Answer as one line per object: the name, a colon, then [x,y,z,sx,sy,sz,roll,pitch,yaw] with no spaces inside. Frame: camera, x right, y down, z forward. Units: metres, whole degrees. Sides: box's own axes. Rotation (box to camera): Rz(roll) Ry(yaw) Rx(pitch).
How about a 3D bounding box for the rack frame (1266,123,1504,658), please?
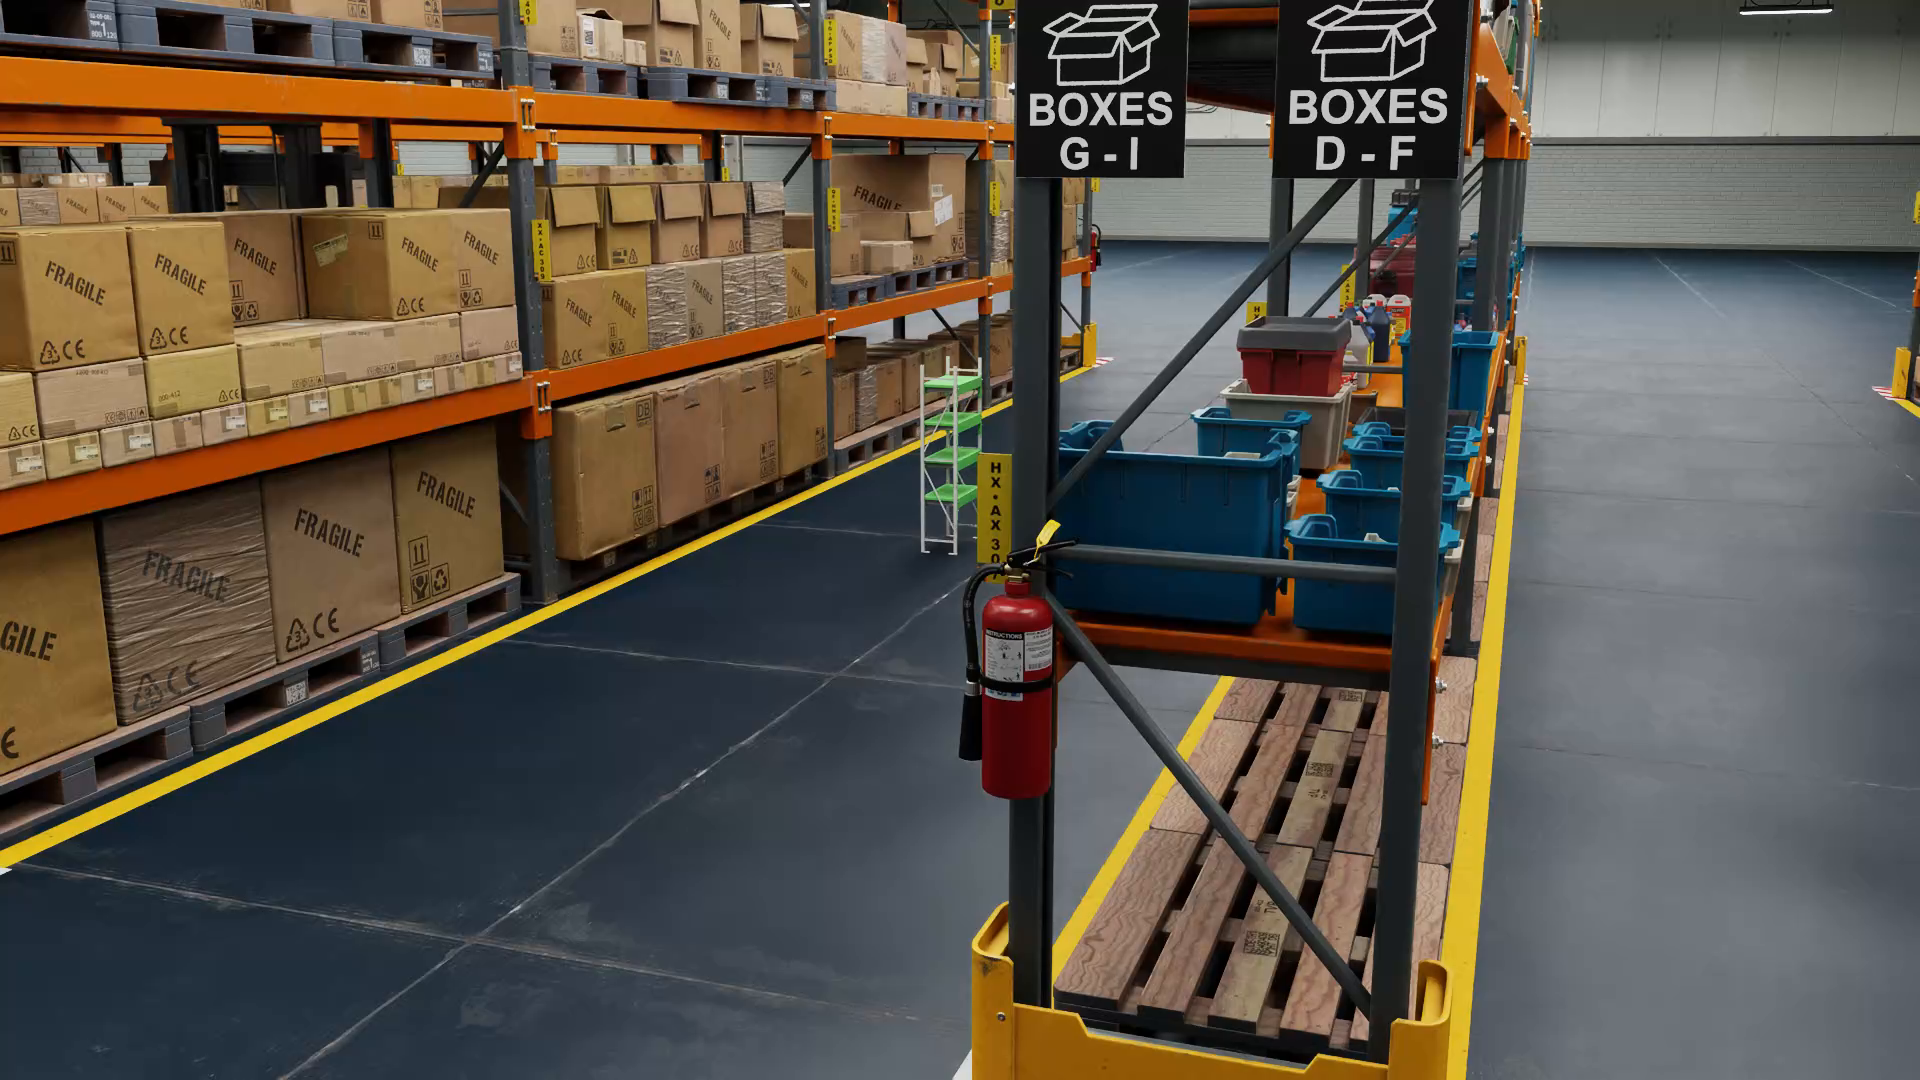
rack frame: [1.911,-0.778,7.657,1.000,3.000,0.127,4,14,18]

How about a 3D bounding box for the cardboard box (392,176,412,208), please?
cardboard box: [-5.661,-3.200,15.797,0.700,0.500,0.500,4,13,18]

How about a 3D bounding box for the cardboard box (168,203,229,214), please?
cardboard box: [-9.158,-3.799,19.999,0.500,0.500,0.500,4,14,18]

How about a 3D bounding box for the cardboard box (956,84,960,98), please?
cardboard box: [-0.183,-4.542,16.847,0.380,0.149,0.250,5,14,19]

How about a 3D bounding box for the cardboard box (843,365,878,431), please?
cardboard box: [-1.116,-1.233,14.279,0.700,0.500,0.500,3,13,14]

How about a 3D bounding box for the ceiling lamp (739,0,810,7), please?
ceiling lamp: [-4.043,-13.663,37.510,2.000,3.185,0.800,4,14,18]

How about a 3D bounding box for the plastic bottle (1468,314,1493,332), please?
plastic bottle: [3.017,-1.209,9.657,0.144,0.351,0.185,4,14,18]

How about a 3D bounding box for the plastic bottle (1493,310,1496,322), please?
plastic bottle: [3.286,-1.329,10.360,0.097,0.271,0.097,0,13,0]

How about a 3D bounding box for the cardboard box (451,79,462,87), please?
cardboard box: [-5.207,-4.485,16.189,0.500,0.311,0.500,4,13,16]

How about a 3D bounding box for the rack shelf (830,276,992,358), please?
rack shelf: [-0.834,-2.047,14.834,1.077,0.370,4.000,4,14,18]

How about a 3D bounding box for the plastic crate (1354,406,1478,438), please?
plastic crate: [1.803,-0.418,6.564,0.437,0.125,0.590,4,14,18]

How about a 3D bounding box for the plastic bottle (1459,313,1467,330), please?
plastic bottle: [2.912,-1.179,9.673,0.061,0.283,0.133,4,14,18]

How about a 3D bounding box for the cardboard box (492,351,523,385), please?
cardboard box: [-2.564,-0.925,8.863,0.380,0.149,0.250,4,14,19]

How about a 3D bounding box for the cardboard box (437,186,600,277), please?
cardboard box: [-2.577,-1.808,9.688,0.797,0.503,0.637,4,13,17]

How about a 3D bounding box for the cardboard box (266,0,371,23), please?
cardboard box: [-3.150,-2.618,7.581,0.700,0.500,0.500,5,14,21]

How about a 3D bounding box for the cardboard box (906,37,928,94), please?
cardboard box: [-0.737,-4.247,14.935,0.797,0.503,0.637,5,14,21]

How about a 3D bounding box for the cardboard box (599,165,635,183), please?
cardboard box: [-4.323,-4.100,19.449,0.875,0.550,0.550,4,14,18]

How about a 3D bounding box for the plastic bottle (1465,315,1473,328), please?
plastic bottle: [2.914,-1.142,9.363,0.144,0.351,0.185,4,14,18]

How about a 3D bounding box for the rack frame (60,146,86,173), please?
rack frame: [-12.968,-4.732,24.978,1.000,3.000,0.127,4,14,18]

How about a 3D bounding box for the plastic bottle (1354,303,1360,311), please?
plastic bottle: [2.448,-1.325,10.314,0.061,0.283,0.133,4,14,18]

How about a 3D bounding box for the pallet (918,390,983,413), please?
pallet: [-0.438,-1.296,16.191,1.003,0.211,1.213,4,14,18]

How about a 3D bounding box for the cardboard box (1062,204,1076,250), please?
cardboard box: [0.855,-3.628,19.247,0.875,0.500,0.500,4,14,18]

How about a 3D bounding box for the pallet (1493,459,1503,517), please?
pallet: [3.492,-0.421,12.360,1.003,0.211,1.213,4,14,18]

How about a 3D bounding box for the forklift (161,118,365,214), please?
forklift: [-4.623,-1.653,11.641,1.130,2.935,3.031,1,13,4]

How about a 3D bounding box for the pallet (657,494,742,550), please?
pallet: [-2.204,-0.201,11.394,1.003,0.211,1.213,4,14,18]

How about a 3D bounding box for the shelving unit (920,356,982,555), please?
shelving unit: [-0.054,-0.550,10.702,0.258,1.200,0.503,4,14,18]

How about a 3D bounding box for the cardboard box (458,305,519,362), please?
cardboard box: [-2.670,-1.095,8.713,0.500,0.250,0.500,4,13,17]

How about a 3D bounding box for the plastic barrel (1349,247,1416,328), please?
plastic barrel: [3.068,-1.806,11.855,0.600,0.536,0.708,4,14,18]

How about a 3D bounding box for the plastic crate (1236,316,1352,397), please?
plastic crate: [1.385,-0.669,6.899,0.402,0.464,0.583,4,14,18]

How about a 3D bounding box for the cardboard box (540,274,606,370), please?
cardboard box: [-2.390,-1.263,9.554,0.500,0.500,0.500,4,14,19]

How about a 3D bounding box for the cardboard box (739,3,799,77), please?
cardboard box: [-1.611,-3.561,11.932,0.797,0.503,0.637,5,14,22]

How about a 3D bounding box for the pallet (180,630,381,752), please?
pallet: [-3.489,0.637,7.724,1.003,0.211,1.213,4,14,18]

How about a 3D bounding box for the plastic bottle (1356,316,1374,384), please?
plastic bottle: [2.095,-1.000,8.739,0.144,0.351,0.185,4,14,18]

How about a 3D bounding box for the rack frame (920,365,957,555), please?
rack frame: [-0.133,-0.499,10.477,0.240,1.200,0.015,4,14,18]

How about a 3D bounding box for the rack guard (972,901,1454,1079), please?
rack guard: [0.621,1.289,4.219,1.175,0.500,0.348,4,14,18]

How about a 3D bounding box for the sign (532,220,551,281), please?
sign: [-2.250,-1.556,8.941,0.100,0.325,0.005,4,14,18]

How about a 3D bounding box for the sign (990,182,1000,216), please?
sign: [0.339,-3.345,16.299,0.100,0.325,0.005,4,14,18]

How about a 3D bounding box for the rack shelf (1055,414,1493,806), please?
rack shelf: [1.264,-0.006,5.892,1.077,0.370,4.000,4,14,18]

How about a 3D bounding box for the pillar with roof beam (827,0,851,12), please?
pillar with roof beam: [-0.266,-13.581,50.269,9.100,9.000,0.548,4,14,18]

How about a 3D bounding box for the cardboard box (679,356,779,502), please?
cardboard box: [-2.020,-0.815,11.649,1.225,0.875,0.875,4,14,19]

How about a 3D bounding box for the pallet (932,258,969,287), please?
pallet: [-0.572,-2.575,15.961,1.003,0.211,1.213,4,14,18]

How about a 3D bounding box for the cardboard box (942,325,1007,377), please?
cardboard box: [0.158,-2.008,17.718,0.500,0.500,0.500,10,16,36]

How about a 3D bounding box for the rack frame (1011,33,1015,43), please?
rack frame: [1.107,-6.586,19.622,1.000,3.000,0.127,4,14,18]

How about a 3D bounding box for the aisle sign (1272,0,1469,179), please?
aisle sign: [0.874,-1.167,3.518,0.394,0.787,0.004,4,14,18]

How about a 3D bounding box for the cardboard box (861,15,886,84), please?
cardboard box: [-0.919,-3.919,13.328,0.500,0.500,0.500,4,14,19]

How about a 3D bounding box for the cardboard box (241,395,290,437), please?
cardboard box: [-3.146,-0.545,7.200,0.380,0.149,0.250,4,13,17]

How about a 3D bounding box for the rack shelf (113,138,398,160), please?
rack shelf: [-8.917,-5.066,21.317,1.077,0.370,4.000,4,14,18]

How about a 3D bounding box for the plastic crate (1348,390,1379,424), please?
plastic crate: [1.625,-0.591,7.295,0.396,0.136,0.243,4,14,18]

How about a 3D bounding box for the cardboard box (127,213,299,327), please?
cardboard box: [-3.503,-1.277,7.825,0.500,0.500,0.500,4,13,17]

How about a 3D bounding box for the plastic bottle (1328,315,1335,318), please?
plastic bottle: [1.958,-1.010,8.784,0.144,0.351,0.185,4,14,18]

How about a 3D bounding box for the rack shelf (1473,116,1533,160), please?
rack shelf: [5.146,-3.995,16.628,1.077,0.370,4.000,4,14,18]

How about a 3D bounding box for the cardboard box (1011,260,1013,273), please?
cardboard box: [0.387,-2.880,17.430,0.380,0.149,0.250,4,14,18]

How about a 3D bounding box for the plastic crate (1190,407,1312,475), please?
plastic crate: [1.038,-0.335,5.954,0.416,0.233,0.300,4,14,18]
